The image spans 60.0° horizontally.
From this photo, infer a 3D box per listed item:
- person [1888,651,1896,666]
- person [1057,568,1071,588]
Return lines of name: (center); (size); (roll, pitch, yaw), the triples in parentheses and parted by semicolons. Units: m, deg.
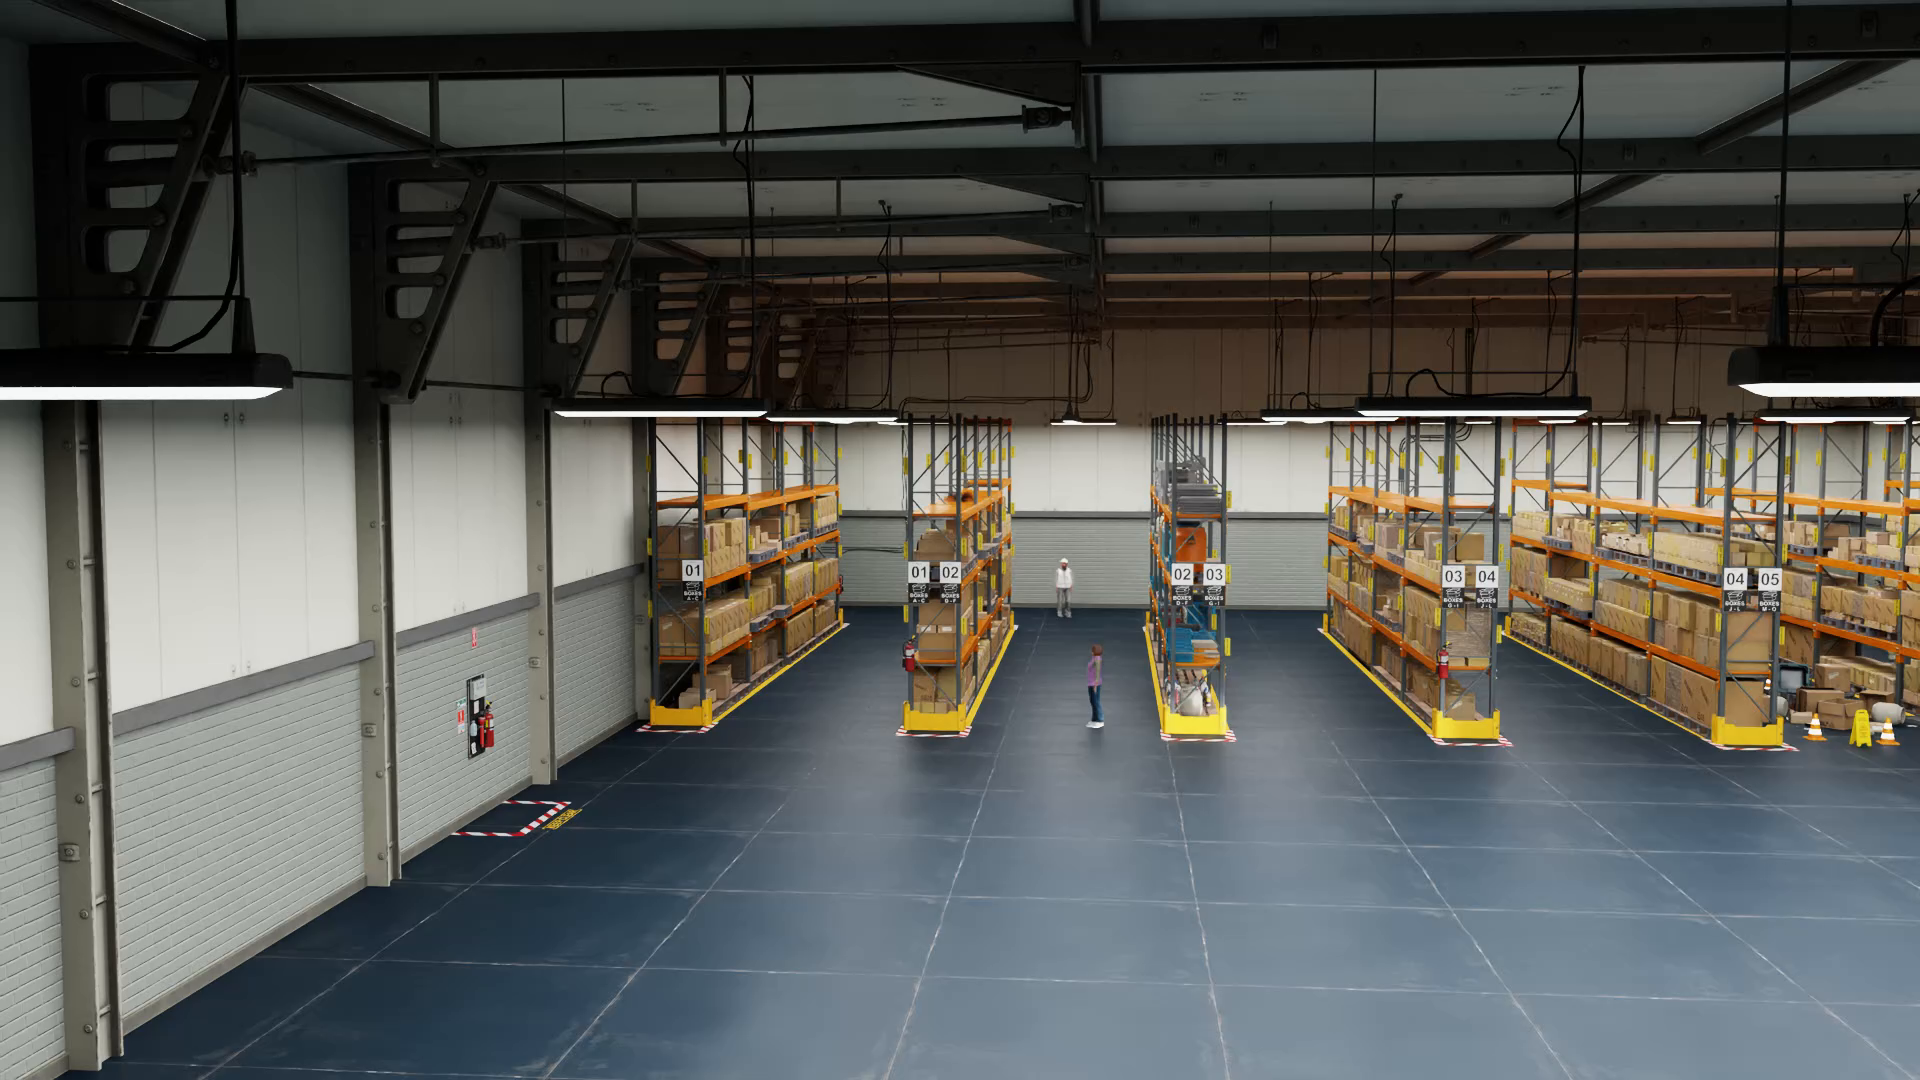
person: (22.145, 2.277, 39.456); (0.388, 1.494, 0.440); (2, 4, 30)
person: (3.156, 1.142, 50.396); (0.449, 0.603, 0.376); (-1, 4, -15)
